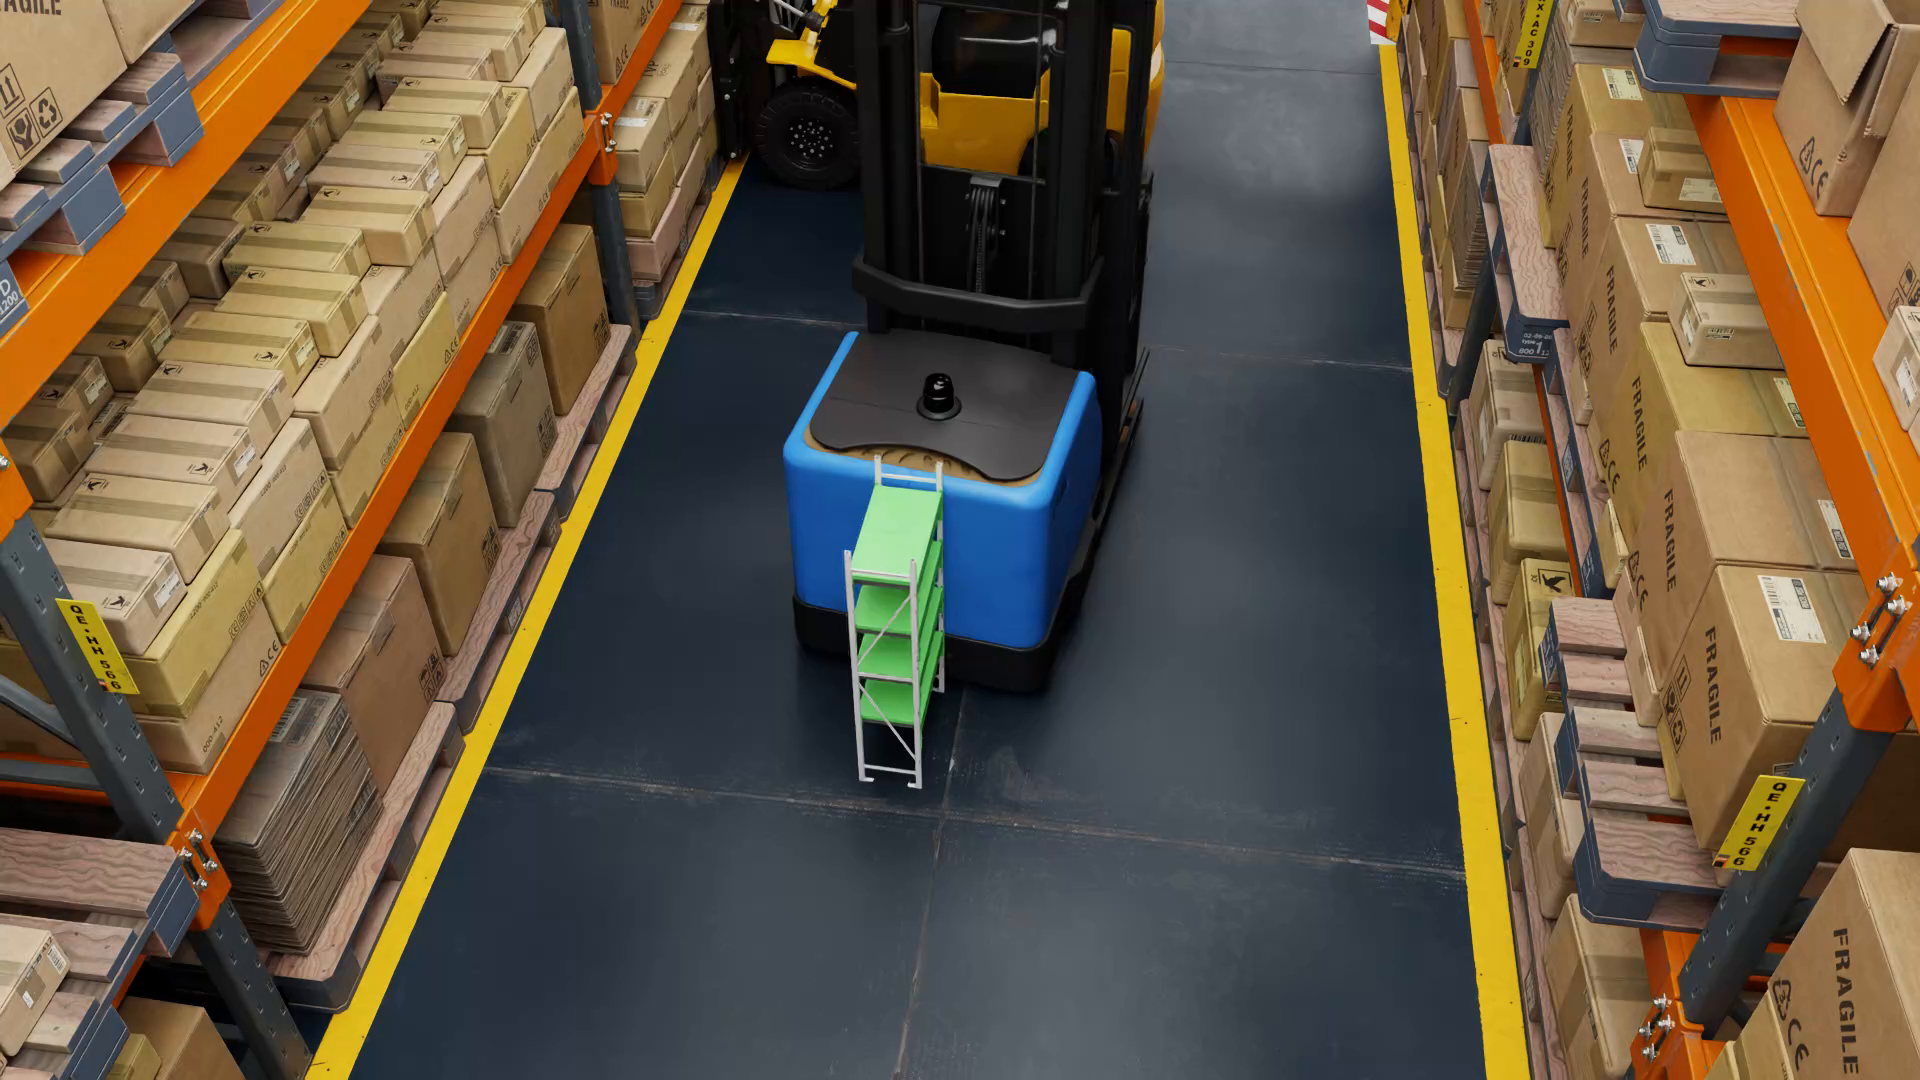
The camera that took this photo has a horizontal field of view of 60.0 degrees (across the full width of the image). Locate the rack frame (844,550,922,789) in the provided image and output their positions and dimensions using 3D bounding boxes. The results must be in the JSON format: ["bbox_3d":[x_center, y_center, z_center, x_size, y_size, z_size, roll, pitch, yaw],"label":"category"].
[{"bbox_3d":[-0.263,0.487,5.885,0.240,1.200,0.015,7,44,7],"label":"rack frame"}]

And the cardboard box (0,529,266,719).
[{"bbox_3d":[-2.304,0.205,4.619,0.500,0.250,0.500,5,44,5],"label":"cardboard box"}]

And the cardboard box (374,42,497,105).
[{"bbox_3d":[-2.027,-1.795,6.442,0.380,0.149,0.250,5,44,5],"label":"cardboard box"}]

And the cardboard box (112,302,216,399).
[{"bbox_3d":[-2.711,-0.538,5.404,0.500,0.250,0.500,5,44,5],"label":"cardboard box"}]

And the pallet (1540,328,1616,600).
[{"bbox_3d":[2.512,-0.224,5.467,1.003,0.211,1.213,5,44,6],"label":"pallet"}]

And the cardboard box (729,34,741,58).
[{"bbox_3d":[-1.521,-2.782,9.360,0.500,0.250,0.500,5,44,5],"label":"cardboard box"}]

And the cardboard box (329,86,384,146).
[{"bbox_3d":[-2.499,-1.579,6.503,0.500,0.250,0.500,5,44,5],"label":"cardboard box"}]

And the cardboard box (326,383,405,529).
[{"bbox_3d":[-2.196,-0.310,5.526,0.500,0.250,0.500,4,44,4],"label":"cardboard box"}]

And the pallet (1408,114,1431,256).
[{"bbox_3d":[3.032,-1.949,9.177,1.003,0.211,1.213,5,44,6],"label":"pallet"}]

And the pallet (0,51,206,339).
[{"bbox_3d":[-2.629,-0.881,3.977,1.213,0.211,1.003,7,44,7],"label":"pallet"}]

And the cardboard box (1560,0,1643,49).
[{"bbox_3d":[2.407,-1.911,6.043,0.380,0.149,0.250,5,44,5],"label":"cardboard box"}]

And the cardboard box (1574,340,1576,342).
[{"bbox_3d":[2.320,-0.671,5.677,0.380,0.149,0.250,6,44,6],"label":"cardboard box"}]

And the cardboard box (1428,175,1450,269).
[{"bbox_3d":[2.692,-1.612,8.488,0.500,0.250,0.500,4,44,4],"label":"cardboard box"}]

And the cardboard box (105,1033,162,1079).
[{"bbox_3d":[-2.444,1.489,4.558,0.380,0.149,0.250,3,44,3],"label":"cardboard box"}]

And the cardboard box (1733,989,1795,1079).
[{"bbox_3d":[1.979,1.255,3.511,0.500,0.250,0.500,5,44,5],"label":"cardboard box"}]

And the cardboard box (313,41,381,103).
[{"bbox_3d":[-2.481,-1.819,6.467,0.380,0.149,0.250,5,44,5],"label":"cardboard box"}]

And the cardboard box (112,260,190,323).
[{"bbox_3d":[-2.744,-0.783,5.373,0.380,0.149,0.250,5,44,5],"label":"cardboard box"}]

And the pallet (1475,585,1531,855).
[{"bbox_3d":[2.559,0.710,6.369,1.003,0.211,1.213,5,44,6],"label":"pallet"}]

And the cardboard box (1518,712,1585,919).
[{"bbox_3d":[2.465,0.973,5.669,0.950,0.372,0.625,4,44,5],"label":"cardboard box"}]

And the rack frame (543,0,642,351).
[{"bbox_3d":[-2.101,-2.116,7.325,1.000,3.000,0.127,5,44,6],"label":"rack frame"}]

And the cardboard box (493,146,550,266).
[{"bbox_3d":[-1.969,-1.351,6.626,0.500,0.250,0.500,5,44,5],"label":"cardboard box"}]

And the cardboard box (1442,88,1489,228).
[{"bbox_3d":[2.697,-1.868,8.212,0.500,0.500,0.500,6,44,6],"label":"cardboard box"}]

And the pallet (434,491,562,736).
[{"bbox_3d":[-2.319,0.236,6.869,1.003,0.211,1.213,5,44,6],"label":"pallet"}]

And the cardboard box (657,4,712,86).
[{"bbox_3d":[-1.594,-2.622,8.827,0.500,0.250,0.500,7,44,7],"label":"cardboard box"}]

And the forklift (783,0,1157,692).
[{"bbox_3d":[0.230,-1.496,6.720,1.130,2.935,3.031,11,45,12],"label":"forklift"}]

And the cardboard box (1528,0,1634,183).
[{"bbox_3d":[2.473,-1.671,6.260,0.500,0.500,0.500,6,44,7],"label":"cardboard box"}]

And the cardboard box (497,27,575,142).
[{"bbox_3d":[-1.913,-1.885,6.827,0.500,0.250,0.500,4,44,5],"label":"cardboard box"}]

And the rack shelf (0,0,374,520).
[{"bbox_3d":[-2.365,-1.581,5.102,1.077,0.370,4.000,5,44,6],"label":"rack shelf"}]

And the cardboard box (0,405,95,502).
[{"bbox_3d":[-2.769,-0.261,4.822,0.380,0.149,0.250,5,44,5],"label":"cardboard box"}]

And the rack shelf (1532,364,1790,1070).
[{"bbox_3d":[2.555,-0.043,5.659,1.077,0.370,4.000,5,44,6],"label":"rack shelf"}]

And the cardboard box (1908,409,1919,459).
[{"bbox_3d":[2.124,-0.173,3.274,0.380,0.149,0.250,5,44,6],"label":"cardboard box"}]

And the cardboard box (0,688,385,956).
[{"bbox_3d":[-2.534,0.896,5.566,0.875,0.625,0.625,7,44,7],"label":"cardboard box"}]

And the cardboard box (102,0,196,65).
[{"bbox_3d":[-2.325,-1.529,4.072,0.700,0.500,0.500,4,44,5],"label":"cardboard box"}]

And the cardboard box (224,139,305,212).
[{"bbox_3d":[-2.581,-1.304,5.923,0.380,0.149,0.250,5,44,5],"label":"cardboard box"}]

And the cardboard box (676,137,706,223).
[{"bbox_3d":[-1.657,-1.917,8.809,0.500,0.250,0.500,4,44,5],"label":"cardboard box"}]

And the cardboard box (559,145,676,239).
[{"bbox_3d":[-1.731,-1.753,8.273,0.500,0.250,0.500,5,44,5],"label":"cardboard box"}]

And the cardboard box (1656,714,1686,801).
[{"bbox_3d":[2.065,0.564,4.373,0.380,0.149,0.250,6,44,6],"label":"cardboard box"}]

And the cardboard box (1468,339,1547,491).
[{"bbox_3d":[2.753,-0.508,7.233,0.950,0.372,0.625,6,44,6],"label":"cardboard box"}]

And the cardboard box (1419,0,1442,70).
[{"bbox_3d":[2.900,-2.922,9.326,0.500,0.500,0.500,4,44,4],"label":"cardboard box"}]

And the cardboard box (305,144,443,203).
[{"bbox_3d":[-2.066,-1.261,5.878,0.380,0.149,0.250,6,44,6],"label":"cardboard box"}]

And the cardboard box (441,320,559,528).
[{"bbox_3d":[-2.269,-0.521,7.063,0.875,0.625,0.625,5,44,5],"label":"cardboard box"}]

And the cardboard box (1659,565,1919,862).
[{"bbox_3d":[2.075,0.427,4.045,0.500,0.500,0.500,4,44,4],"label":"cardboard box"}]

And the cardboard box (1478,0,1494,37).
[{"bbox_3d":[2.691,-2.515,7.930,0.380,0.149,0.250,5,44,5],"label":"cardboard box"}]

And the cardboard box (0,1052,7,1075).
[{"bbox_3d":[-2.449,1.261,3.563,0.500,0.250,0.500,3,44,4],"label":"cardboard box"}]

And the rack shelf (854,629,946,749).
[{"bbox_3d":[-0.222,0.541,6.268,0.258,0.148,0.480,7,44,7],"label":"rack shelf"}]

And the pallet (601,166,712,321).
[{"bbox_3d":[-1.954,-1.641,8.852,1.003,0.211,1.213,5,44,6],"label":"pallet"}]

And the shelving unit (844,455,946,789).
[{"bbox_3d":[-0.222,0.321,6.059,0.258,1.200,0.503,7,44,7],"label":"shelving unit"}]

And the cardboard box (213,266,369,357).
[{"bbox_3d":[-2.136,-0.733,5.320,0.380,0.149,0.250,6,44,6],"label":"cardboard box"}]

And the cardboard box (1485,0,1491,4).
[{"bbox_3d":[2.757,-2.842,7.803,0.500,0.500,0.500,6,44,7],"label":"cardboard box"}]

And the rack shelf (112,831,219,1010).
[{"bbox_3d":[-2.894,2.235,3.254,1.077,0.370,4.000,5,44,6],"label":"rack shelf"}]

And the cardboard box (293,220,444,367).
[{"bbox_3d":[-2.132,-0.844,5.727,0.500,0.250,0.500,6,44,6],"label":"cardboard box"}]

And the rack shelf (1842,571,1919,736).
[{"bbox_3d":[2.026,1.594,1.749,1.077,0.370,4.000,5,44,6],"label":"rack shelf"}]

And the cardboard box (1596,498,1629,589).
[{"bbox_3d":[2.117,0.028,4.938,0.380,0.149,0.250,6,44,6],"label":"cardboard box"}]

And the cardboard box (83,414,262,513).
[{"bbox_3d":[-2.253,-0.212,4.769,0.380,0.149,0.250,6,44,7],"label":"cardboard box"}]

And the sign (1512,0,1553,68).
[{"bbox_3d":[2.281,-2.026,6.600,0.100,0.325,0.005,5,44,6],"label":"sign"}]

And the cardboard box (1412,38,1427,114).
[{"bbox_3d":[2.893,-2.676,9.611,0.500,0.250,0.500,7,44,7],"label":"cardboard box"}]

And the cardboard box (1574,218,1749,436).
[{"bbox_3d":[2.271,-0.642,5.174,0.500,0.500,0.500,4,44,4],"label":"cardboard box"}]
